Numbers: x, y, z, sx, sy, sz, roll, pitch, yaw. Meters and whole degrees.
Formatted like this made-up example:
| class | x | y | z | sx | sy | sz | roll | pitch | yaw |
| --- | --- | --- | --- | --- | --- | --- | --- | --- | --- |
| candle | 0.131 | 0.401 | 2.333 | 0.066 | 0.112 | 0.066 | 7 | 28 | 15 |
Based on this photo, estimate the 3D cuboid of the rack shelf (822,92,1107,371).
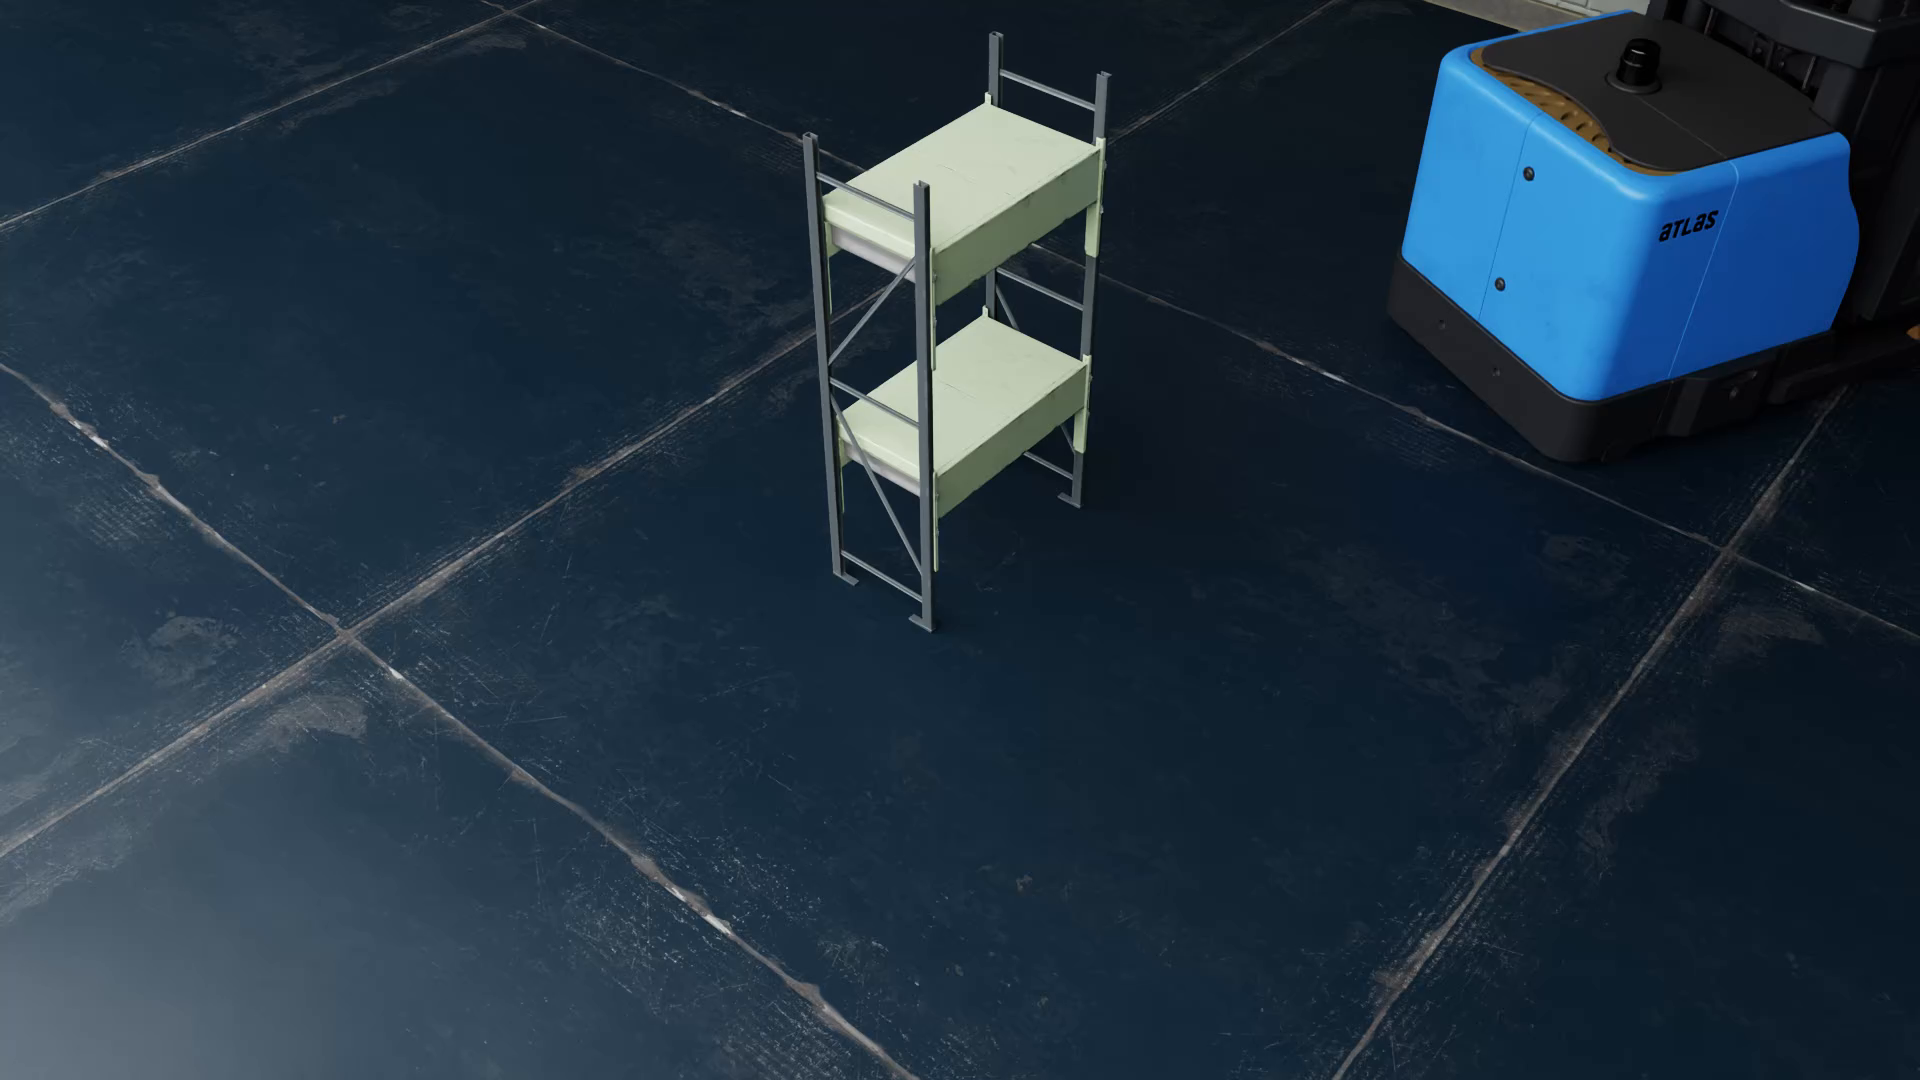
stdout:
| class | x | y | z | sx | sy | sz | roll | pitch | yaw |
| --- | --- | --- | --- | --- | --- | --- | --- | --- | --- |
| rack shelf | 0.004 | -0.847 | 4.487 | 0.431 | 0.370 | 0.720 | 29 | 50 | 28 |

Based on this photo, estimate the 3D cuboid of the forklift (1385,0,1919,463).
| class | x | y | z | sx | sy | sz | roll | pitch | yaw |
| --- | --- | --- | --- | --- | --- | --- | --- | --- | --- |
| forklift | 3.116 | -1.995 | 5.265 | 3.031 | 2.935 | 1.130 | -17 | 45 | -17 |

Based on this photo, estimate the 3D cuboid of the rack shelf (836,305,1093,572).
| class | x | y | z | sx | sy | sz | roll | pitch | yaw |
| --- | --- | --- | --- | --- | --- | --- | --- | --- | --- |
| rack shelf | 0.004 | -0.317 | 4.969 | 0.431 | 0.370 | 0.720 | 29 | 50 | 28 |

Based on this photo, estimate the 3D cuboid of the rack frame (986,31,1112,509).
| class | x | y | z | sx | sy | sz | roll | pitch | yaw |
| --- | --- | --- | --- | --- | --- | --- | --- | --- | --- |
| rack frame | 0.240 | -0.747 | 4.957 | 0.400 | 1.500 | 0.023 | 29 | 50 | 28 |

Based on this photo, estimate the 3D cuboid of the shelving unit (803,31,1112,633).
| class | x | y | z | sx | sy | sz | roll | pitch | yaw |
| --- | --- | --- | --- | --- | --- | --- | --- | --- | --- |
| shelving unit | 0.004 | -0.558 | 4.749 | 0.431 | 1.500 | 0.755 | 29 | 50 | 28 |

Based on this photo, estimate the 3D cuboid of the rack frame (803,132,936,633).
| class | x | y | z | sx | sy | sz | roll | pitch | yaw |
| --- | --- | --- | --- | --- | --- | --- | --- | --- | --- |
| rack frame | -0.231 | -0.370 | 4.542 | 0.400 | 1.500 | 0.023 | 29 | 50 | 28 |
